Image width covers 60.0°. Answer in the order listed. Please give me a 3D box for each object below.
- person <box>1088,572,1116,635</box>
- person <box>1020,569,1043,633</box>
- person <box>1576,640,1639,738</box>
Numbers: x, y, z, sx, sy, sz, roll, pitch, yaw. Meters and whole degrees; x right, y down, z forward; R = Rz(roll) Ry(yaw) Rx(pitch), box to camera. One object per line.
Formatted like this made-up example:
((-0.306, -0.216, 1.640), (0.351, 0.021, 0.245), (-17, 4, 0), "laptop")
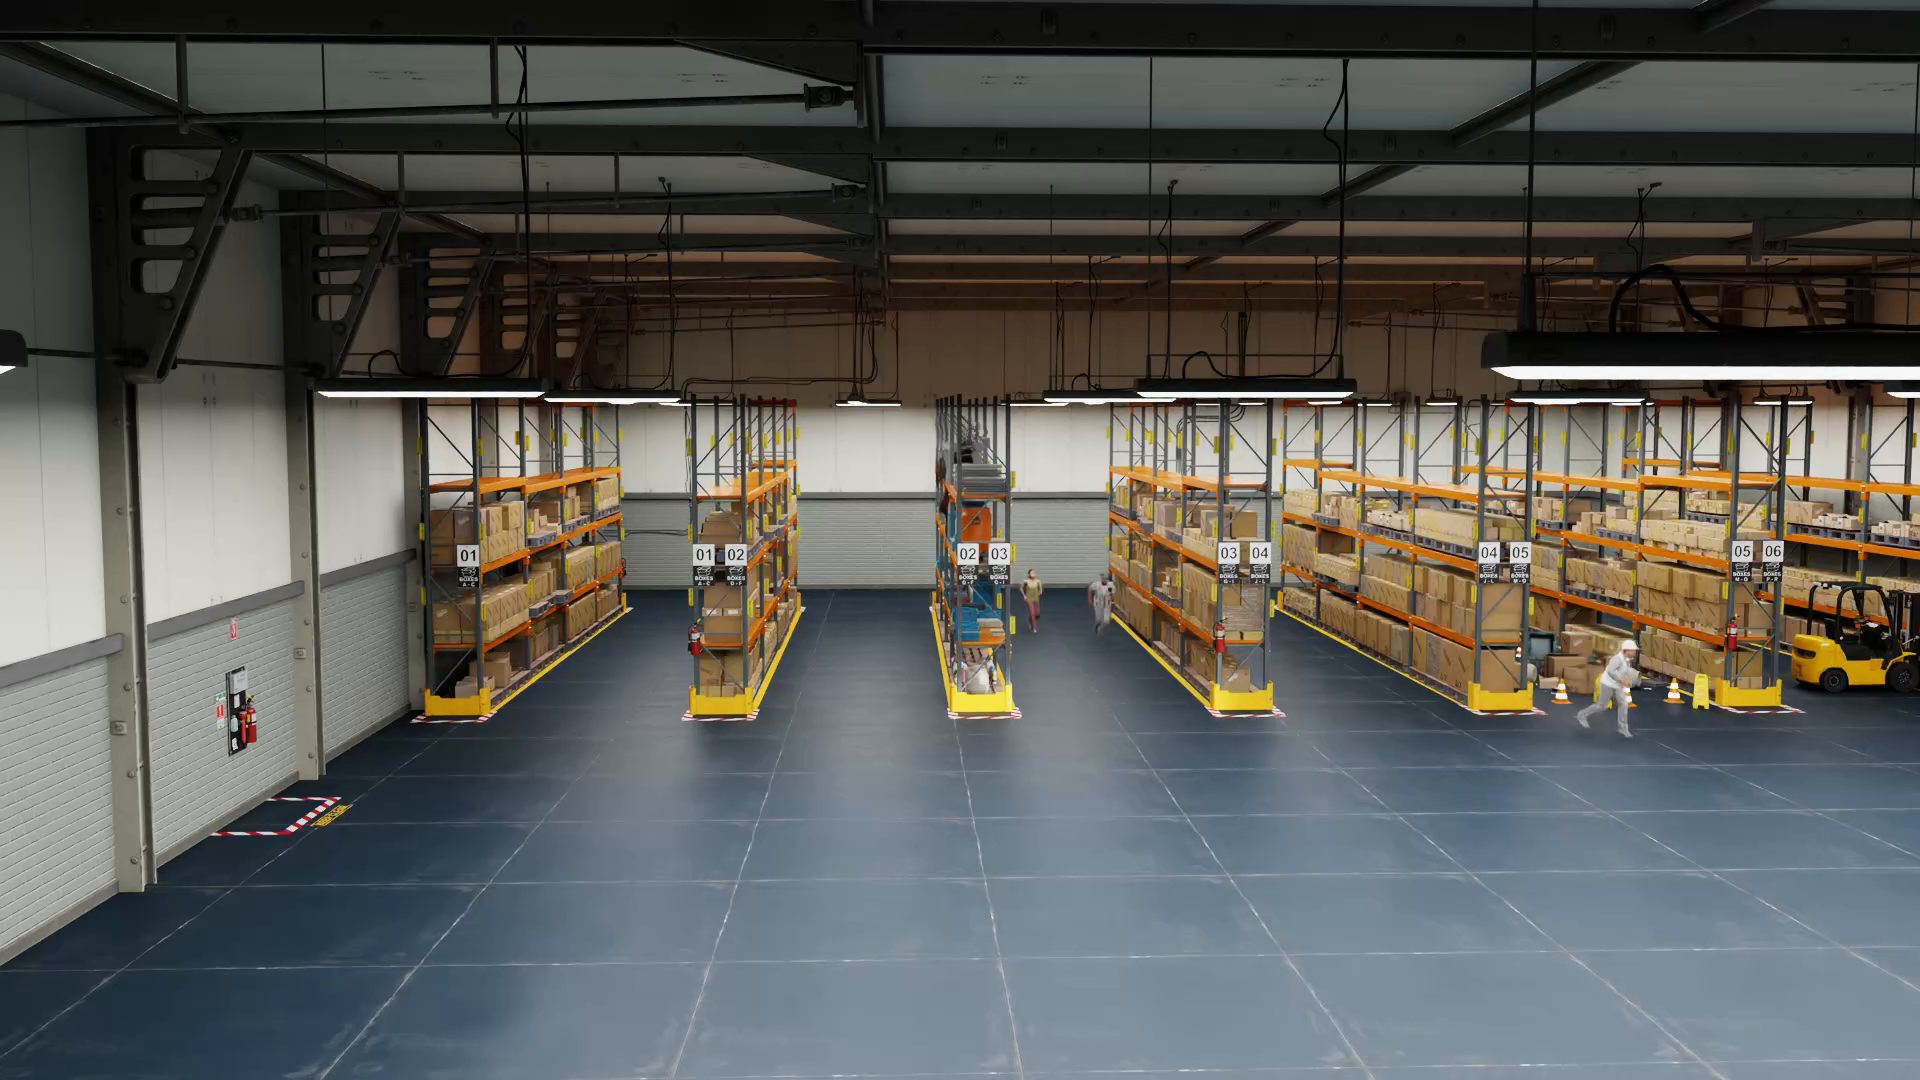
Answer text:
((3.443, 1.525, 40.149), (0.652, 1.544, 0.748), (-1, 5, -11), "person")
((1.842, 1.678, 42.591), (0.579, 1.382, 0.640), (-1, 5, -13), "person")
((11.402, 2.593, 29.275), (1.045, 1.732, 0.697), (3, 6, 37), "person")
